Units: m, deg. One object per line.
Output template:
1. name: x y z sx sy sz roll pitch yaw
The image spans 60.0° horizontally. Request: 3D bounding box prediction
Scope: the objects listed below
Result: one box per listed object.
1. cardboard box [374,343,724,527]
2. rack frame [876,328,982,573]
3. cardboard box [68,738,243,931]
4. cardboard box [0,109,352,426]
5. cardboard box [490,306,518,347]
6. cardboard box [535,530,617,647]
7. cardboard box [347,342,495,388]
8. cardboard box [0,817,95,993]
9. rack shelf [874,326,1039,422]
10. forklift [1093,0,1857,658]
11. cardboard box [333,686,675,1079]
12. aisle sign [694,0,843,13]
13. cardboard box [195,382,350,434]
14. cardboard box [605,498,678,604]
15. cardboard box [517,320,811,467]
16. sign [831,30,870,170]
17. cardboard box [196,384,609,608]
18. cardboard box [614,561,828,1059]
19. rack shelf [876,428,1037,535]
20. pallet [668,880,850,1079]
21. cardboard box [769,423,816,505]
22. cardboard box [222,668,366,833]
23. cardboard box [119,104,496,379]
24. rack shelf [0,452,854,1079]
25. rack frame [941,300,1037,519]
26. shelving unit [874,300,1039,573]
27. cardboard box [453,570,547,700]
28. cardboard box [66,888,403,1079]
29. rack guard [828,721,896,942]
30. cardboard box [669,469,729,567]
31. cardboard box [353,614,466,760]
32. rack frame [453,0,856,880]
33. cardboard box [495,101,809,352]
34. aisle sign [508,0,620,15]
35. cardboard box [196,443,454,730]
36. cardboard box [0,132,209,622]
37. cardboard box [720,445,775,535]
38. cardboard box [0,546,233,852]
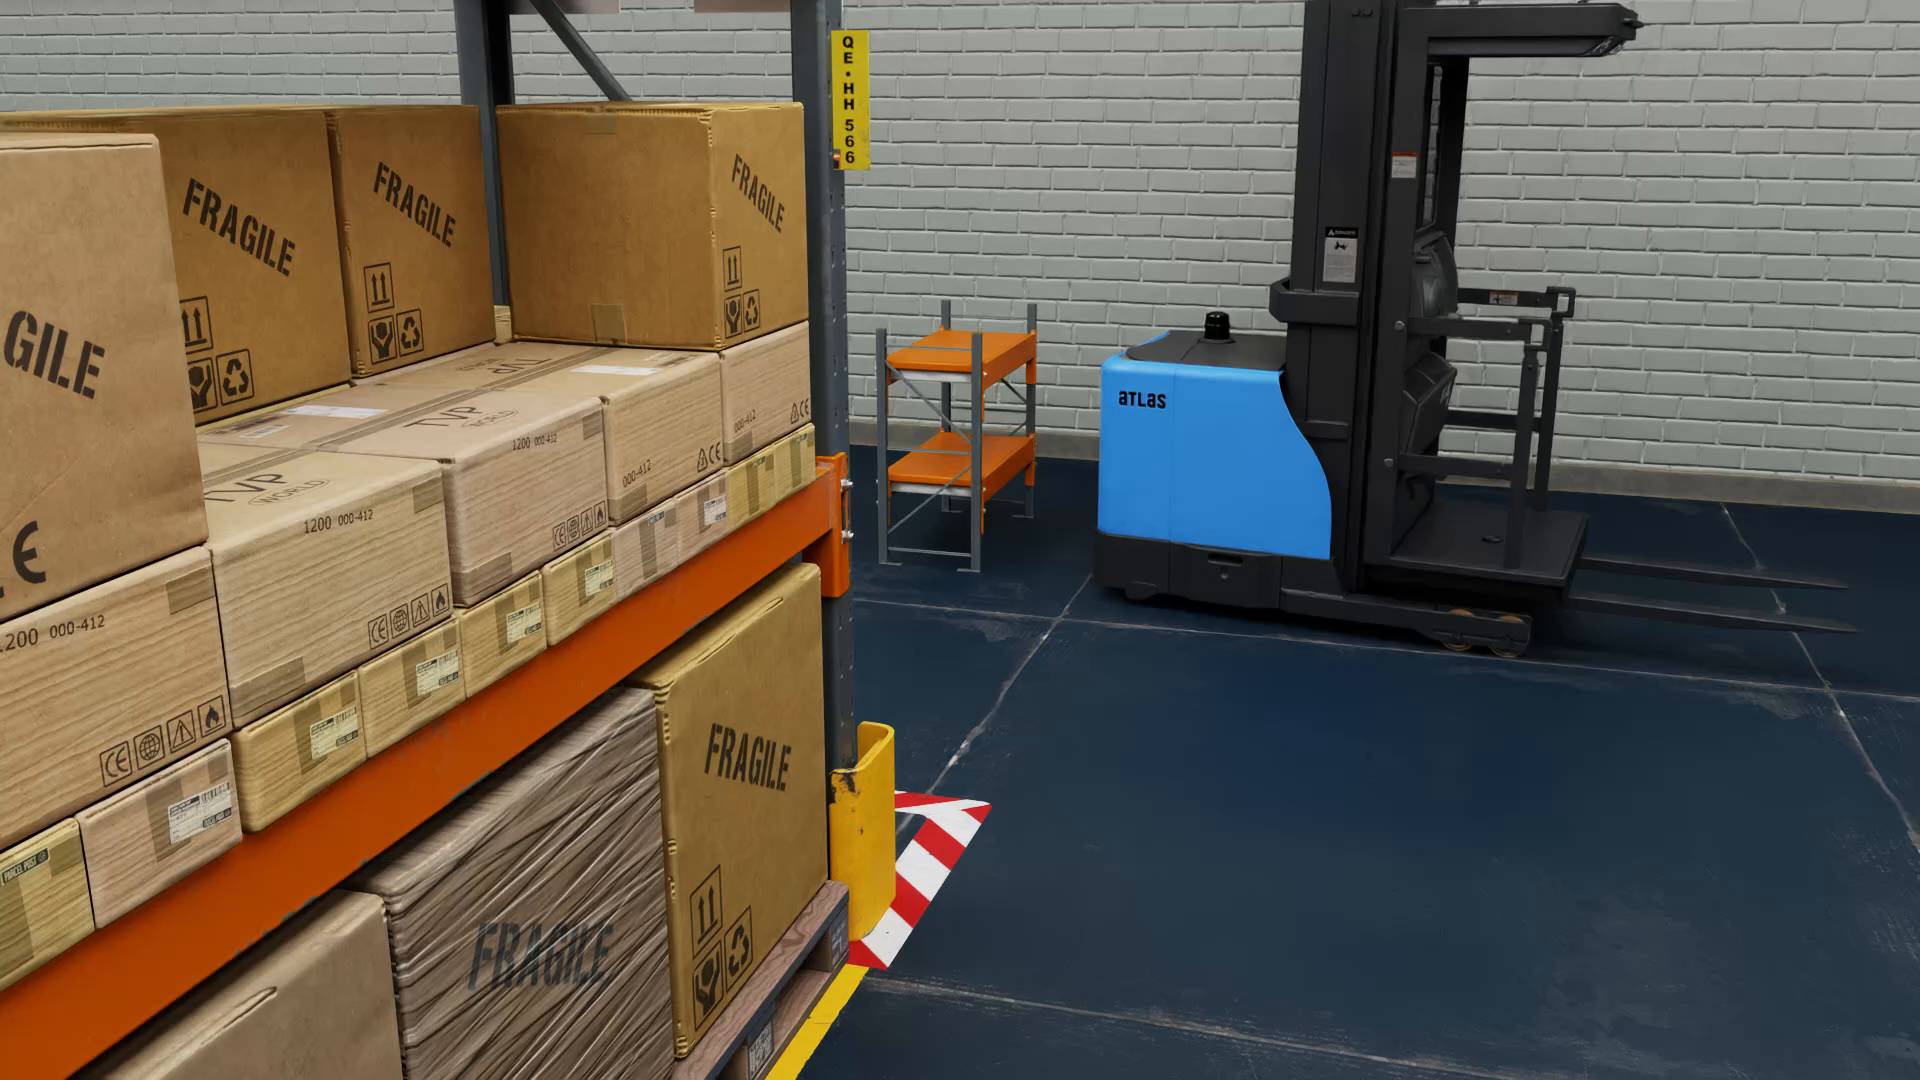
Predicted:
1. cardboard box: -0.811 -0.226 3.360 0.500 0.250 0.500 4 16 15
2. rack frame: -0.143 -0.410 7.713 0.500 1.125 0.032 5 16 16
3. cardboard box: -1.149 0.341 2.090 0.380 0.149 0.250 5 17 17
4. cardboard box: -1.462 -0.496 2.935 0.500 0.500 0.500 4 16 14
5. cardboard box: -1.178 -0.402 3.978 0.500 0.250 0.500 4 16 14
6. cardboard box: -0.857 0.072 3.041 0.380 0.149 0.250 4 16 15
7. cardboard box: -1.320 -0.265 3.497 0.500 0.250 0.500 4 16 15
8. cardboard box: -1.222 0.407 1.858 0.380 0.149 0.250 4 16 15
9. rack shelf: 0.002 -0.825 8.102 0.538 0.278 1.000 5 16 16
10. forklift: 2.156 -1.103 6.848 3.031 2.935 1.130 7 17 24
11. cardboard box: -1.147 0.797 3.148 0.875 0.875 0.875 5 16 16
12. aisle sign: -0.475 -1.682 3.997 0.394 0.787 0.004 5 16 16
13. cardboard box: -1.466 -0.134 3.034 0.500 0.250 0.500 4 16 14
14. cardboard box: -0.785 0.003 3.280 0.380 0.149 0.250 5 17 17
15. cardboard box: -0.666 -0.359 3.828 0.500 0.250 0.500 4 16 15
16. sign: -0.267 -1.061 4.016 0.100 0.325 0.005 5 16 16
17. cardboard box: -0.955 -0.093 2.890 0.500 0.250 0.500 4 16 14
18. cardboard box: -0.888 0.558 3.988 0.875 0.875 0.875 5 16 16
19. rack shelf: 0.002 -0.308 8.249 0.538 0.278 1.000 5 16 16
20. pallet: -0.935 1.121 3.989 1.003 0.211 1.213 5 16 16
21. cardboard box: -0.569 -0.196 3.983 0.380 0.149 0.250 5 17 17
22. cardboard box: -1.075 0.272 2.332 0.380 0.149 0.250 4 16 14
23. cardboard box: -1.320 -0.632 3.415 0.500 0.500 0.500 4 16 15
24. rack shelf: -1.351 0.434 2.621 1.077 0.370 4.000 5 16 16
25. rack frame: 0.146 -0.676 8.651 0.500 1.125 0.032 5 16 16
26. shelving unit: 0.002 -0.543 8.182 0.538 1.125 1.048 5 16 16
27. cardboard box: -0.931 0.139 2.801 0.380 0.149 0.250 5 16 16
28. cardboard box: -1.400 1.029 2.327 0.875 0.875 0.875 5 16 16
29. rack guard: -0.776 0.761 4.730 1.175 0.500 0.348 5 16 16
30. cardboard box: -0.714 -0.062 3.510 0.380 0.149 0.250 5 16 16
31. cardboard box: -1.003 0.204 2.573 0.380 0.149 0.250 5 17 17
32. rack frame: -0.783 -0.435 4.367 1.000 3.000 0.127 5 16 16
33. cardboard box: -0.670 -0.719 3.724 0.500 0.500 0.500 5 17 17
34. aisle sign: -1.050 -1.728 4.161 0.394 0.787 0.004 5 16 16
35. cardboard box: -1.100 0.043 2.409 0.500 0.250 0.500 5 16 16
36. cardboard box: -1.248 -0.191 1.860 0.500 0.500 0.500 4 16 14
37. cardboard box: -0.641 -0.128 3.743 0.380 0.149 0.250 5 17 16
38. cardboard box: -1.247 0.172 1.956 0.500 0.250 0.500 5 17 17
